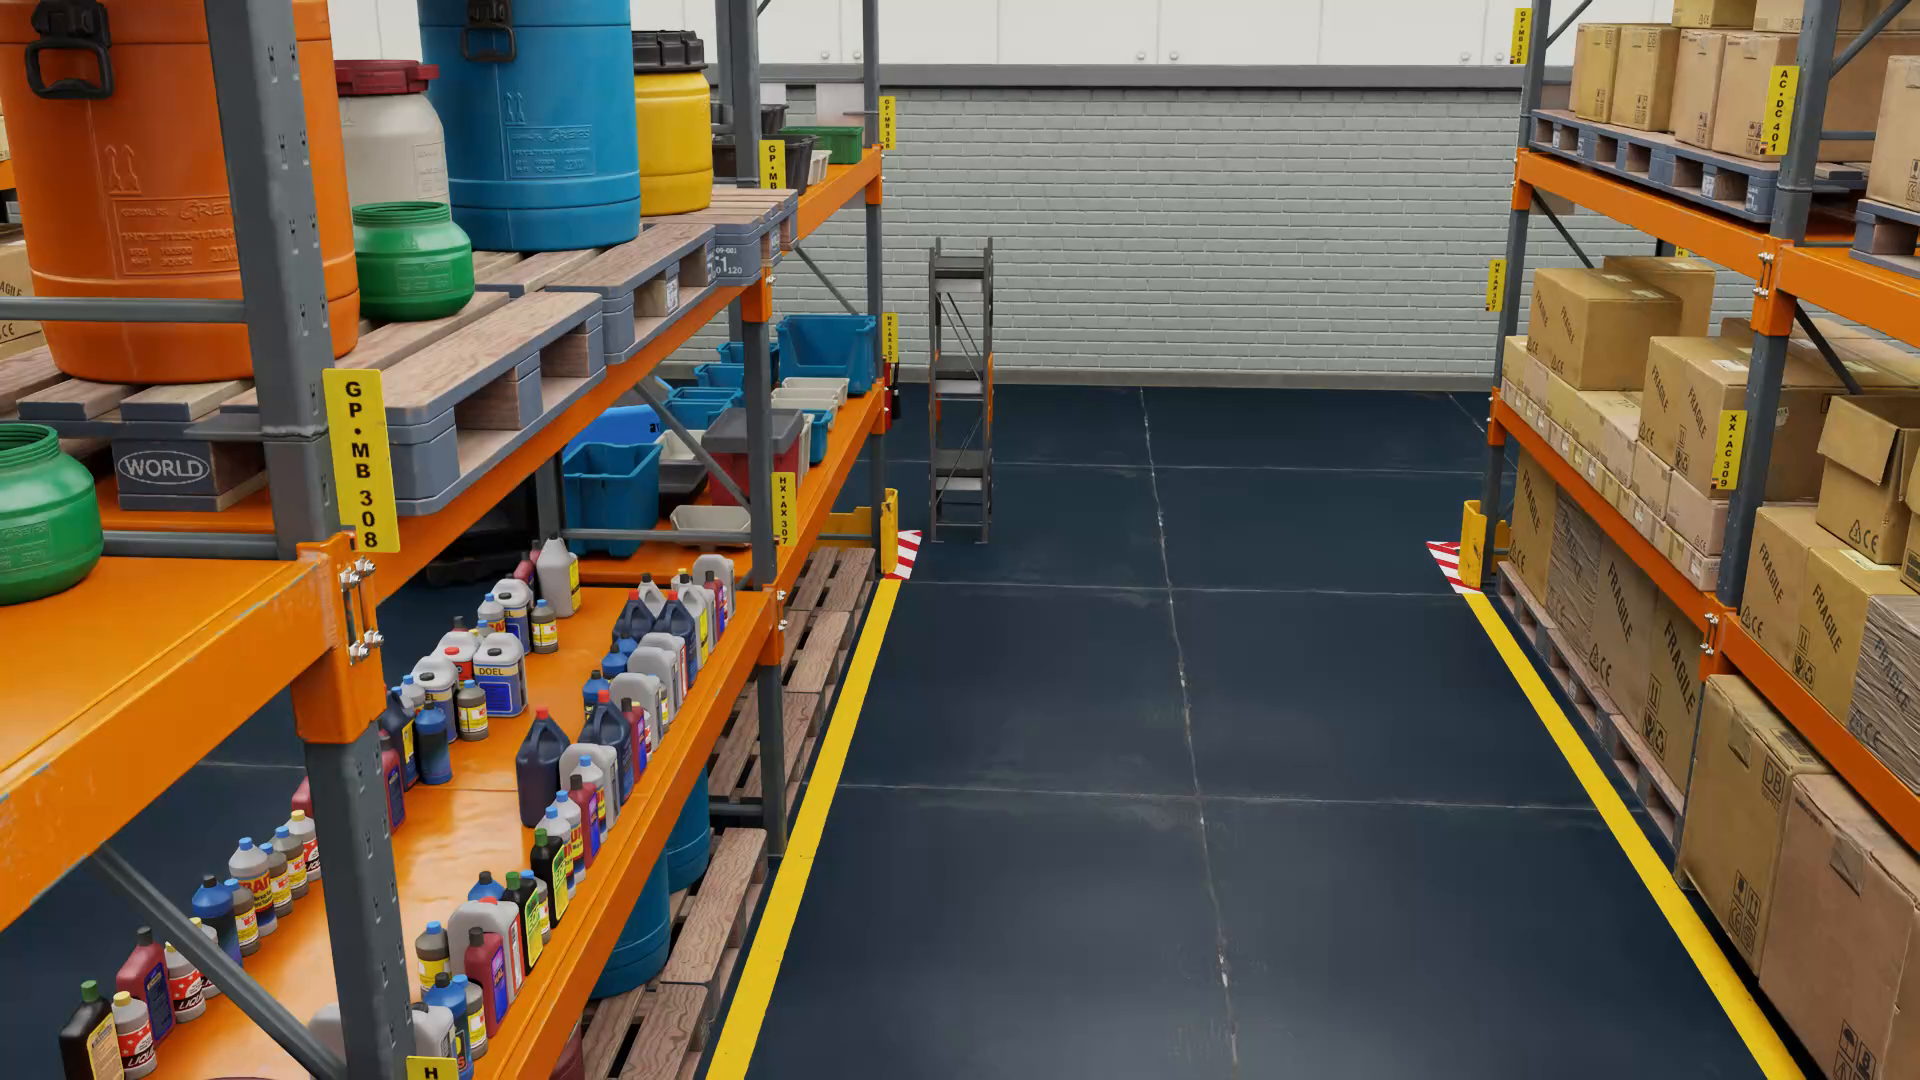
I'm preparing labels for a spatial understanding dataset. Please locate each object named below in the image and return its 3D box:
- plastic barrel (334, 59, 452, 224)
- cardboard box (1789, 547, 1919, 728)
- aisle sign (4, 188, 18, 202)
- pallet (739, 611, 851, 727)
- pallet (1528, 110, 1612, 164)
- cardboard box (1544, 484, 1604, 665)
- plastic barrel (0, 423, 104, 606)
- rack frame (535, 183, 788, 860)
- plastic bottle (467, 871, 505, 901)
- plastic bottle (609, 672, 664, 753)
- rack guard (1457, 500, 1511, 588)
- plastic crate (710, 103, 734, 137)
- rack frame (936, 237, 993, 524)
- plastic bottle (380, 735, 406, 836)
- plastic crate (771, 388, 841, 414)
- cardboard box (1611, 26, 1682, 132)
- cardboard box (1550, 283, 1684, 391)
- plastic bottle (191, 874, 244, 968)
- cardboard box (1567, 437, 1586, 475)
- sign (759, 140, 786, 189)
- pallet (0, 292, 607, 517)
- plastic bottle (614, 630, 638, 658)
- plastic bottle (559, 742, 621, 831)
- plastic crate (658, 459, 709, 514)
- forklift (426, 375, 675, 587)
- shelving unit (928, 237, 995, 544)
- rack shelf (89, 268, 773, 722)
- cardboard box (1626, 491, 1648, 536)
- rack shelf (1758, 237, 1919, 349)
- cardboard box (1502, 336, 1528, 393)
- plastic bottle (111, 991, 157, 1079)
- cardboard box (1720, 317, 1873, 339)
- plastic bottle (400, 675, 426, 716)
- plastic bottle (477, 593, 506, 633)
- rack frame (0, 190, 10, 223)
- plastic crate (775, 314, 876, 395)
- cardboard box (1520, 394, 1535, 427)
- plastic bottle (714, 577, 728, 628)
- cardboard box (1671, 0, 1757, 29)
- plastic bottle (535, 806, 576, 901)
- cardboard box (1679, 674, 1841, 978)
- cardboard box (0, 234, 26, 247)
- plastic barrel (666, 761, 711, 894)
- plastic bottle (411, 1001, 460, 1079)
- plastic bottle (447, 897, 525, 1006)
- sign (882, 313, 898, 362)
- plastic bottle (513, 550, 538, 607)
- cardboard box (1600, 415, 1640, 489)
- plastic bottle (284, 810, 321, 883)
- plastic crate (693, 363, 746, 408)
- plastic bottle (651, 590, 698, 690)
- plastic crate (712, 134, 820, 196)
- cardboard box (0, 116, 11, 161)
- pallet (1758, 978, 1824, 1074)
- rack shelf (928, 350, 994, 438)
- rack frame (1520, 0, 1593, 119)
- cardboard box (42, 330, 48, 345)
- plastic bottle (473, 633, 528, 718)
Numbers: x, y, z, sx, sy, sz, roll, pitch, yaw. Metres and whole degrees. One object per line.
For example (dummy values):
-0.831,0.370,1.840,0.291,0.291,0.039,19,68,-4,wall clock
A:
-1.604,-1.012,4.485,0.433,0.535,0.433,0,18,0,plastic barrel
3.329,0.346,5.891,0.500,0.500,0.500,1,18,4,cardboard box
-6.235,-2.628,10.951,0.394,0.787,0.004,1,18,4,aisle sign
-1.195,0.705,9.433,1.003,0.211,1.213,1,18,4,pallet
3.891,-2.295,9.436,1.003,0.211,1.213,1,18,4,pallet
3.902,0.151,9.384,0.875,0.875,0.875,1,18,4,cardboard box
-1.547,-0.042,2.667,0.294,0.245,0.294,0,18,0,plastic barrel
-1.294,-0.011,7.139,1.000,3.000,0.127,1,18,4,rack frame
-1.219,0.985,4.307,0.097,0.271,0.097,0,18,0,plastic bottle
-1.088,0.562,5.591,0.152,0.276,0.135,1,18,4,plastic bottle
3.935,0.038,11.005,1.175,0.500,0.348,1,18,4,rack guard
-1.390,-2.181,9.044,0.504,0.338,0.767,1,18,4,plastic crate
0.029,-1.125,11.984,0.400,2.100,0.015,1,18,4,rack frame
-1.738,0.742,5.027,0.061,0.283,0.133,1,18,4,plastic bottle
-0.920,-0.809,9.903,0.396,0.136,0.243,1,18,4,plastic crate
3.800,-2.366,8.515,0.700,0.500,0.500,0,18,0,cardboard box
3.563,-1.110,9.051,0.500,0.500,0.500,1,18,2,cardboard box
-1.920,0.990,4.292,0.097,0.271,0.097,0,18,0,plastic bottle
3.470,-0.443,8.860,0.380,0.149,0.250,1,18,3,cardboard box
-0.745,-1.428,6.632,0.100,0.325,0.005,1,18,4,sign
-1.428,-0.340,3.629,1.003,0.211,1.213,1,18,4,pallet
-1.187,0.453,5.930,0.097,0.271,0.097,0,18,0,plastic bottle
-1.127,0.732,5.070,0.152,0.276,0.135,1,18,4,plastic bottle
-1.481,-0.262,8.252,0.437,0.125,0.590,1,18,4,plastic crate
-3.388,-1.271,11.096,3.031,2.935,1.130,-8,20,-23,forklift
0.012,-1.049,11.753,0.431,2.100,0.503,1,18,4,shelving unit
-1.437,-0.473,4.889,1.077,0.370,4.000,1,18,4,rack shelf
3.397,-0.123,7.883,0.380,0.149,0.250,2,18,5,cardboard box
3.503,-0.363,4.551,1.077,0.370,4.000,1,18,4,rack shelf
3.630,-1.070,10.134,0.500,0.250,0.500,1,18,2,cardboard box
-1.950,1.155,3.899,0.097,0.201,0.097,0,18,0,plastic bottle
4.012,-0.784,8.058,0.500,0.500,0.500,1,18,2,cardboard box
-1.825,0.580,5.541,0.097,0.271,0.097,0,18,0,plastic bottle
-1.769,0.334,6.292,0.097,0.271,0.097,0,18,0,plastic bottle
-5.947,-1.365,11.272,1.000,3.000,0.127,1,18,4,rack frame
-0.845,-1.190,10.586,0.616,0.435,0.499,1,18,4,plastic crate
3.544,-0.761,9.832,0.380,0.149,0.250,1,18,3,cardboard box
-0.980,0.250,6.663,0.097,0.201,0.097,0,18,0,plastic bottle
3.779,-2.592,7.999,0.500,0.250,0.500,1,18,2,cardboard box
-1.132,0.873,4.648,0.097,0.271,0.097,0,18,0,plastic bottle
3.621,1.109,6.459,1.225,0.875,0.875,1,18,4,cardboard box
-5.740,-1.586,10.181,0.500,0.500,0.500,2,18,5,cardboard box
-1.350,0.955,6.886,0.600,0.901,0.708,1,18,4,plastic barrel
-1.227,1.163,3.755,0.152,0.276,0.135,1,18,4,plastic bottle
-1.194,1.019,4.194,0.152,0.276,0.135,1,18,4,plastic bottle
-0.457,-1.324,10.883,0.100,0.325,0.005,1,18,4,sign
-1.755,0.190,6.712,0.061,0.283,0.133,1,18,4,plastic bottle
3.488,-0.433,8.190,0.500,0.250,0.500,2,18,5,cardboard box
-1.885,0.872,4.764,0.097,0.201,0.097,0,18,0,plastic bottle
-1.400,-0.928,10.112,0.416,0.233,0.300,1,18,4,plastic crate
-1.046,0.363,6.078,0.144,0.351,0.185,1,18,4,plastic bottle
-0.931,-1.754,7.851,0.497,0.269,0.590,1,18,4,plastic crate
-5.768,-2.399,9.850,0.500,0.250,0.500,1,18,4,cardboard box
3.667,1.666,6.500,1.003,0.211,1.213,1,18,4,pallet
0.012,-1.036,11.757,0.431,0.518,0.480,1,18,4,rack shelf
3.933,-3.994,9.659,1.000,3.000,0.127,1,18,4,rack frame
-5.741,-1.106,10.321,0.500,0.500,0.500,1,18,4,cardboard box
-1.621,0.474,5.858,0.152,0.276,0.135,1,18,4,plastic bottle
